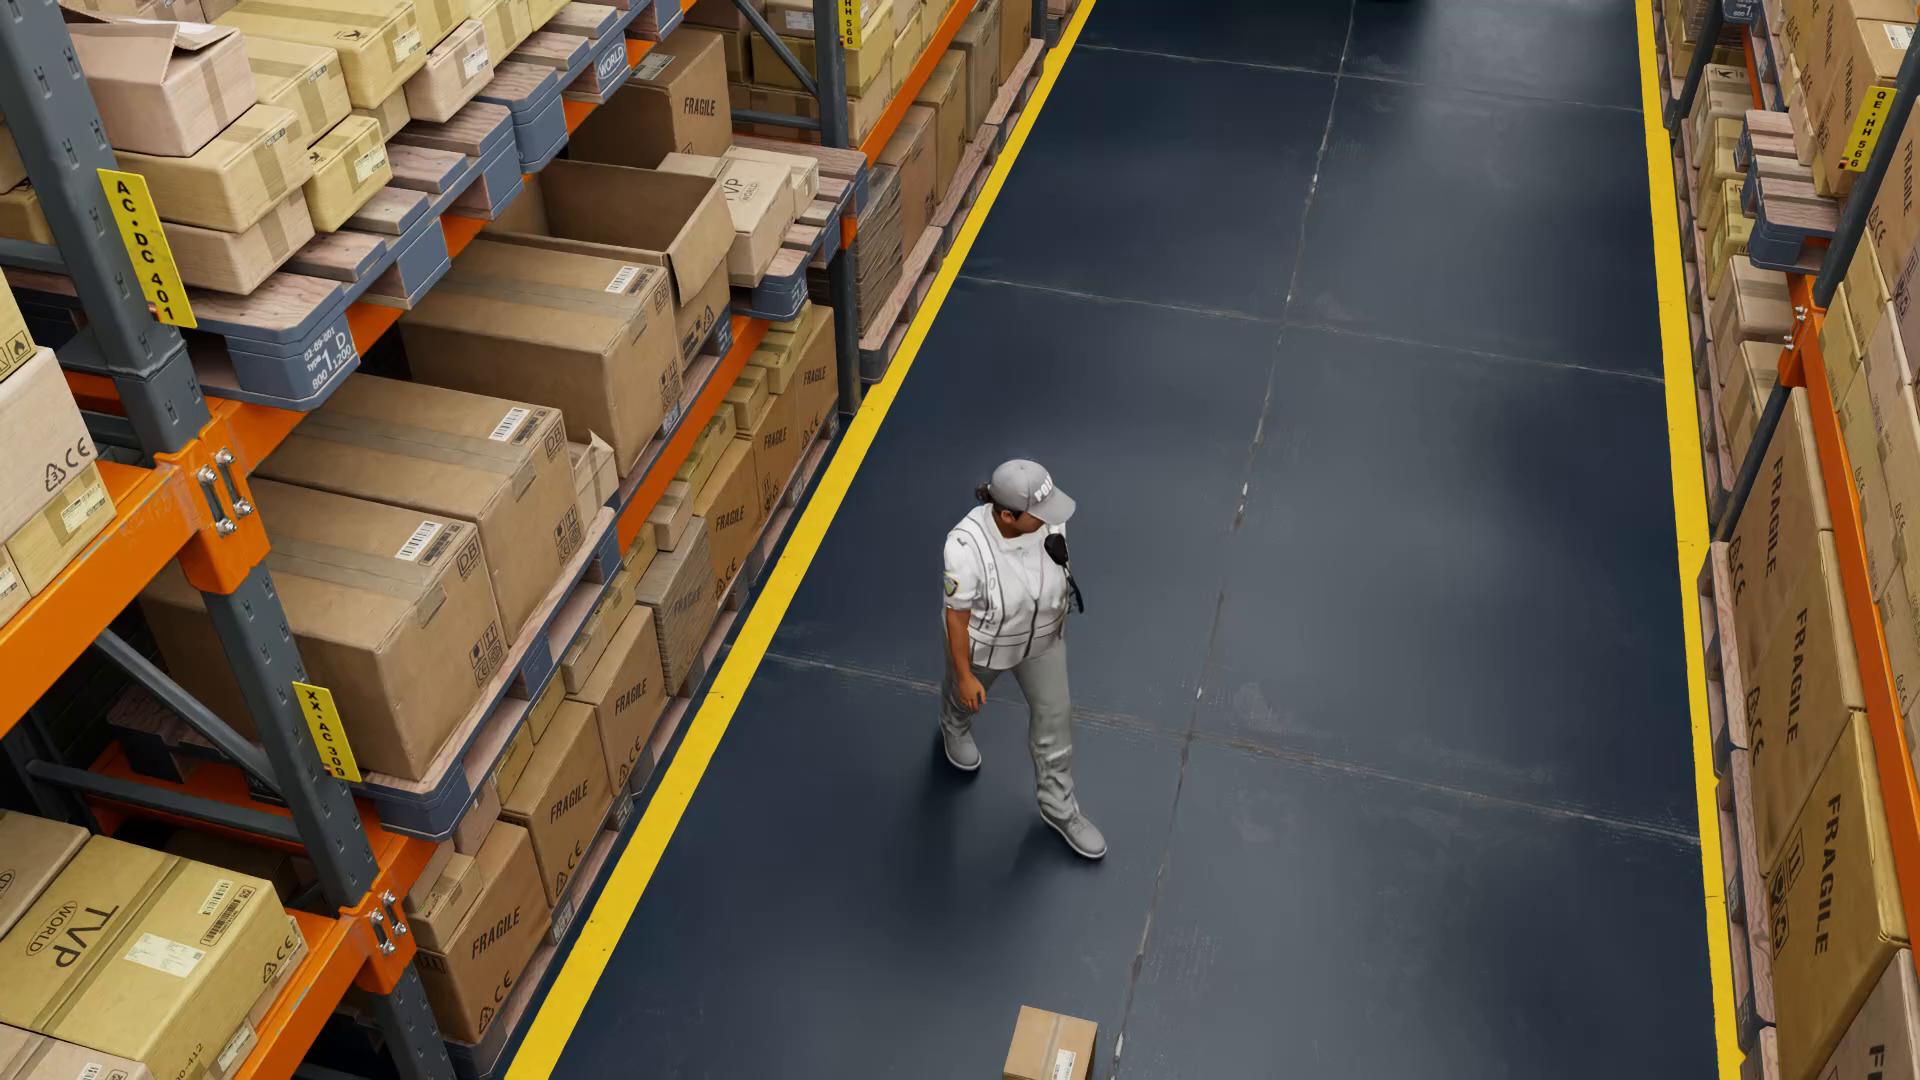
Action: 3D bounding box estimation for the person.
[{"bbox_3d":[0.165,0.346,5.751,0.490,1.629,0.854,-16,44,-18],"label":"person"}]
